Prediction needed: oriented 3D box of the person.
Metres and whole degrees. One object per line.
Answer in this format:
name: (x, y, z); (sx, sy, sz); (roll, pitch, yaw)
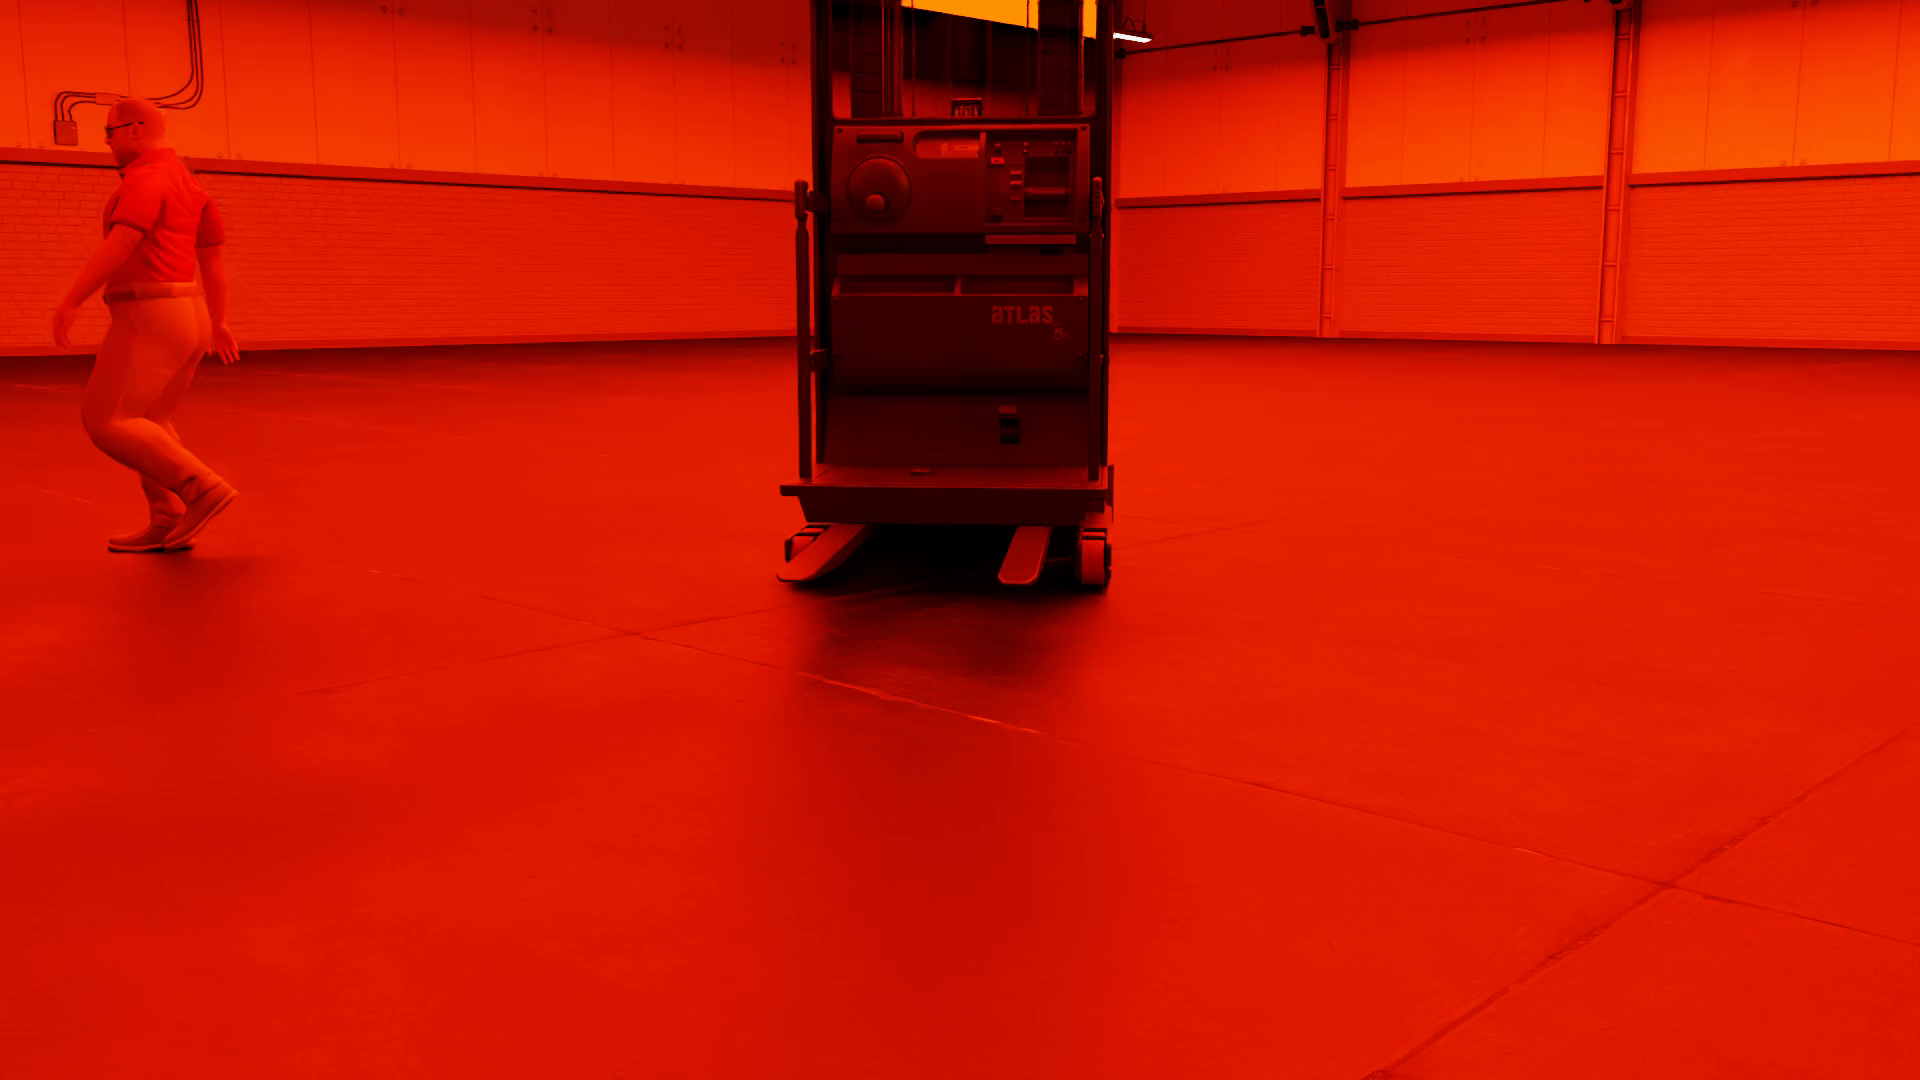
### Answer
person: (-3.030, -0.797, 6.286); (0.533, 1.709, 0.760); (-1, 9, -8)

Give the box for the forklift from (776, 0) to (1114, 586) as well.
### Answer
forklift: (-0.016, -1.341, 5.778); (1.130, 2.935, 3.031); (1, 9, 5)
